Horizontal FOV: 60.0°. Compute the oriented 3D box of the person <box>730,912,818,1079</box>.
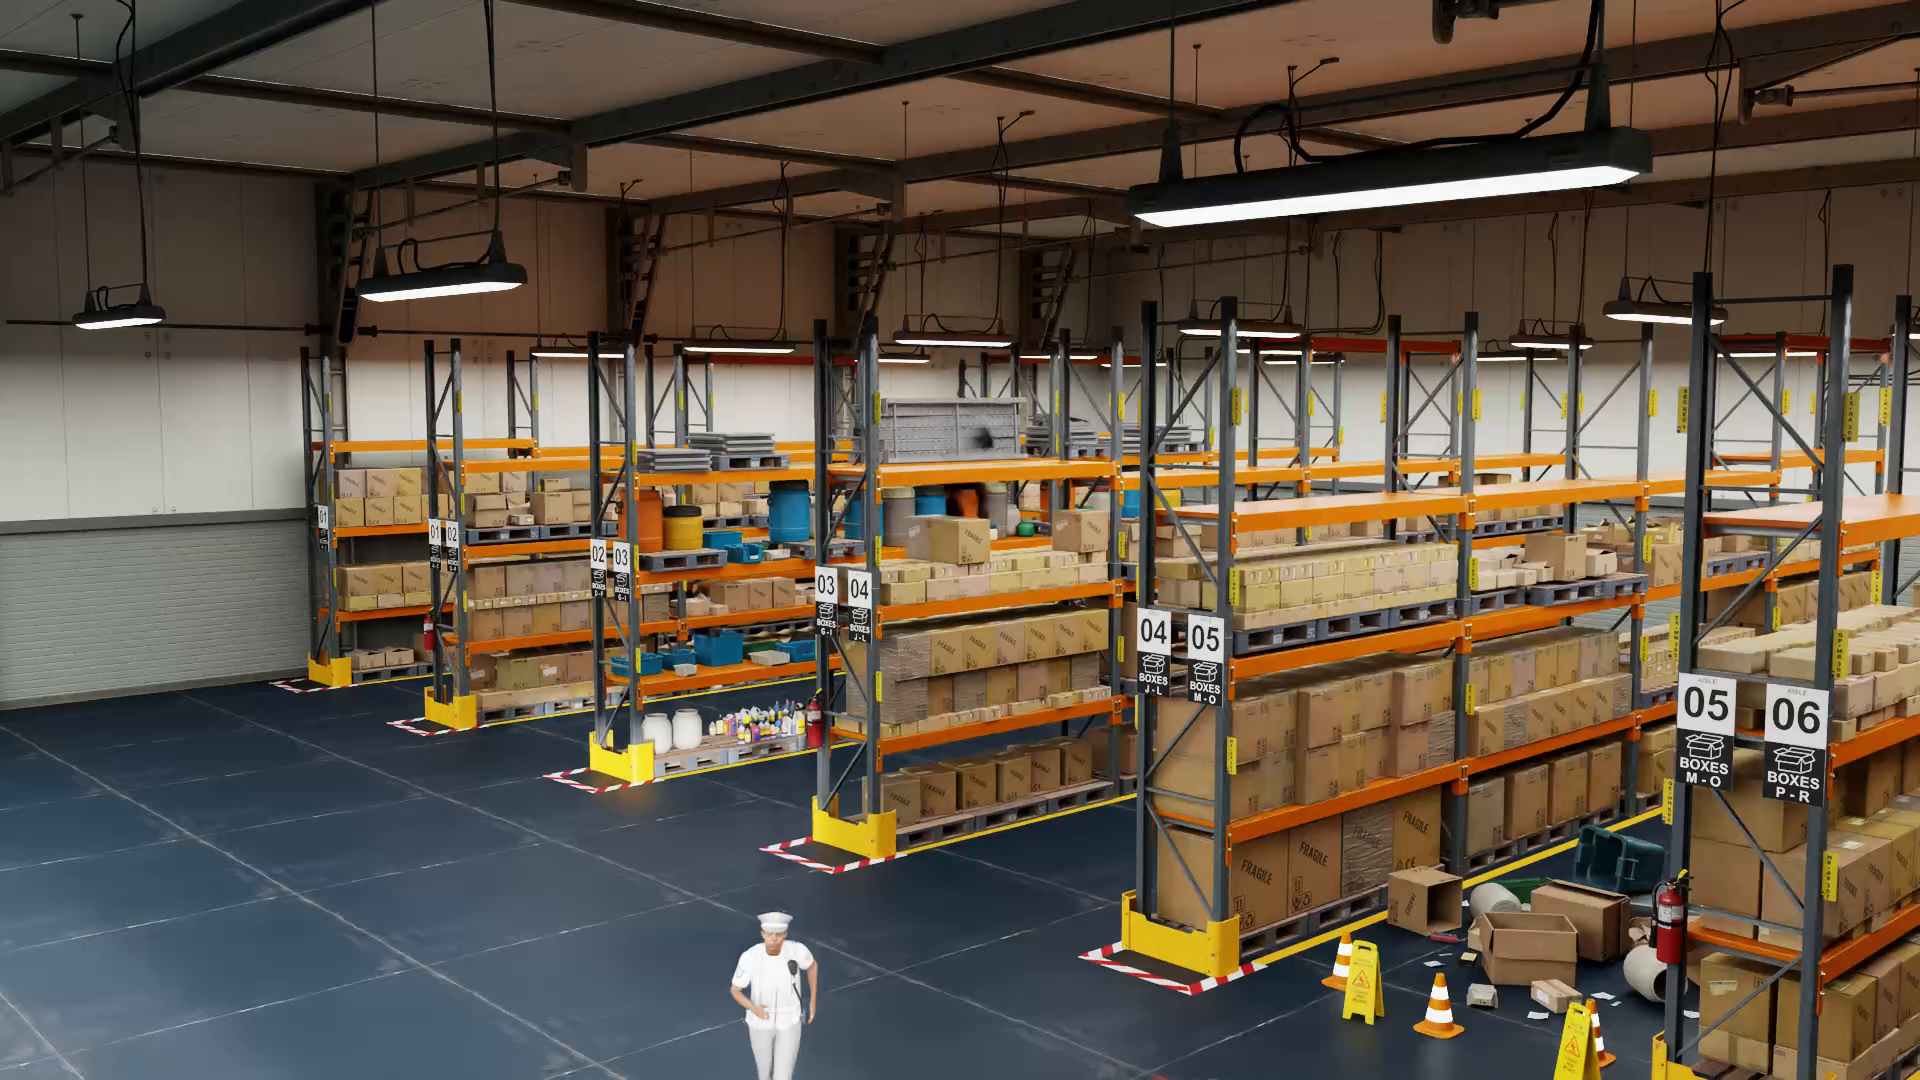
[{"bbox_3d":[-1.269,3.327,11.401,0.599,1.705,0.985,-1,5,-6],"label":"person"}]

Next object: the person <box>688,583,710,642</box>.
[{"bbox_3d":[-4.939,1.607,31.423,0.543,1.593,0.586,-4,6,-37],"label":"person"}]
